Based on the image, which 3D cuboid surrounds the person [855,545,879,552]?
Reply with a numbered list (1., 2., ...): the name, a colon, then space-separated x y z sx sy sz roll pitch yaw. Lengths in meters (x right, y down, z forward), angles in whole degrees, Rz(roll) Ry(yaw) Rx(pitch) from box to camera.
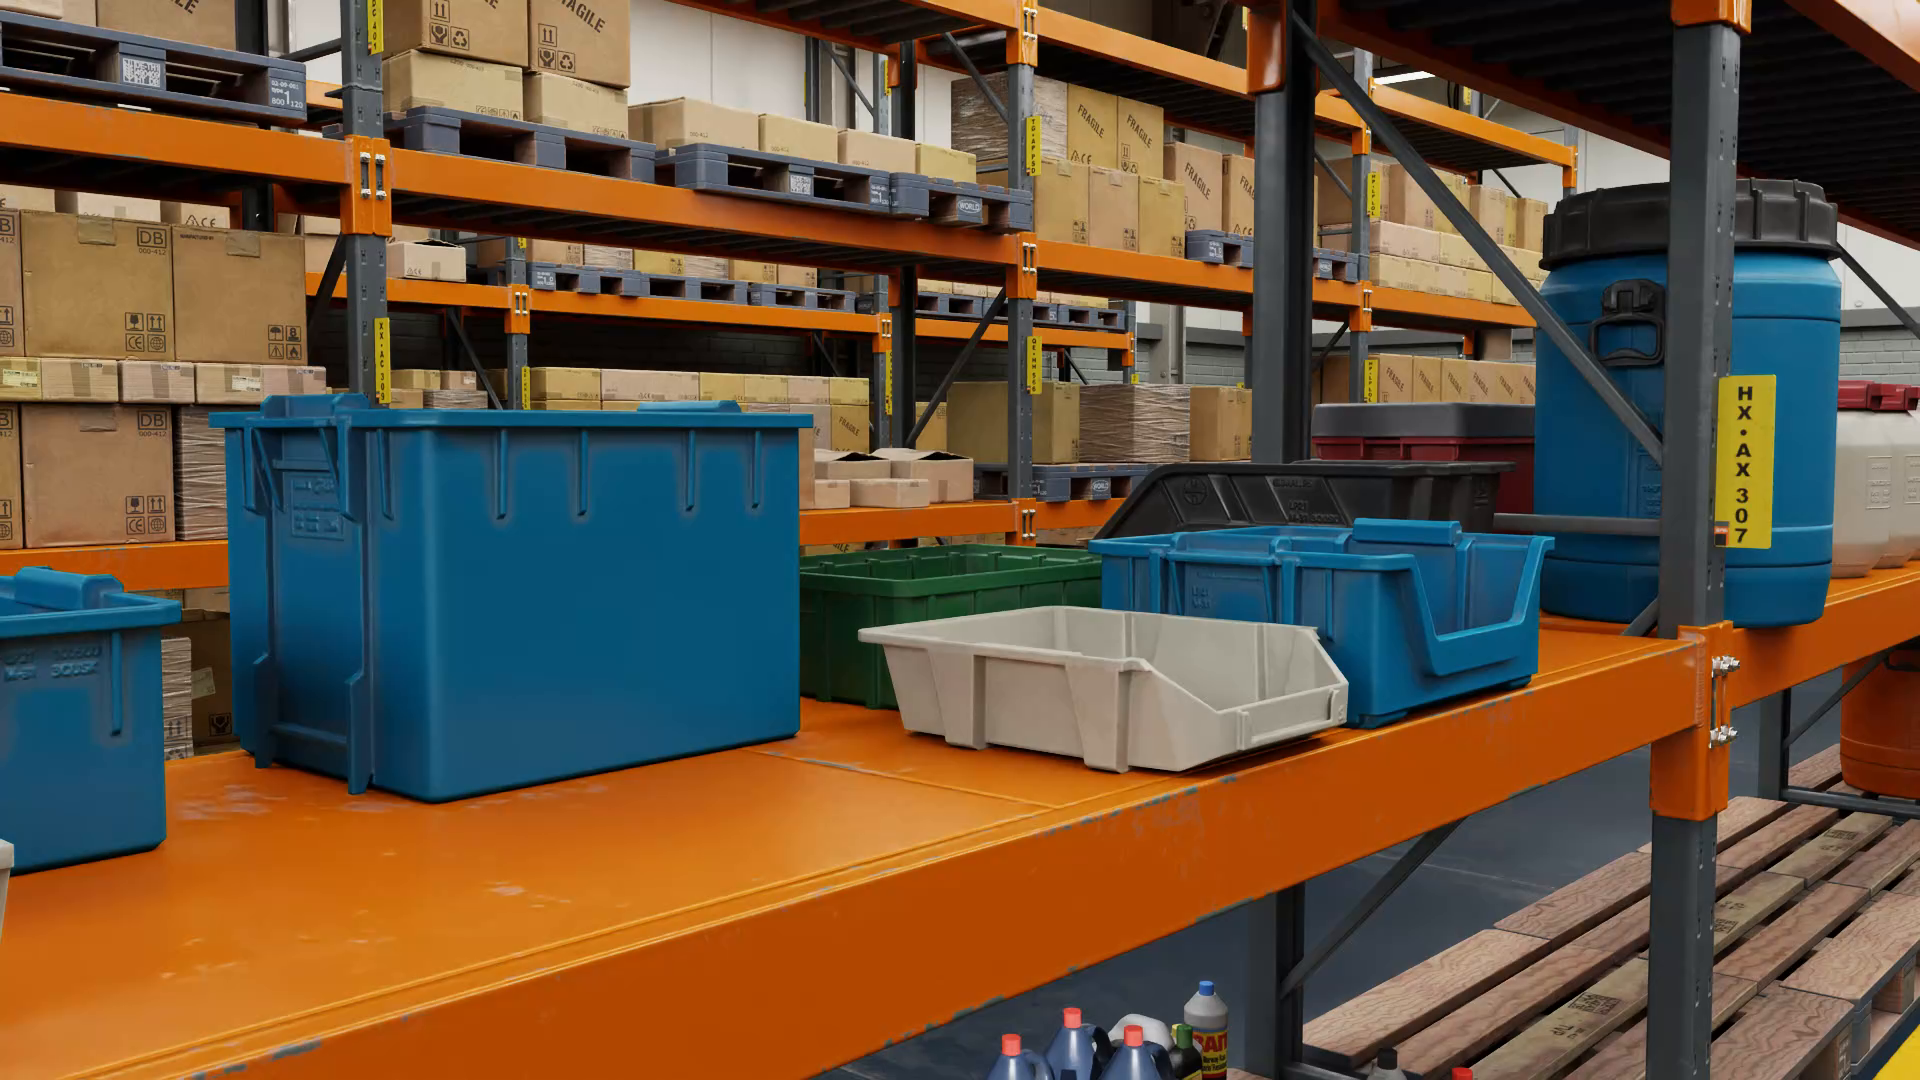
1. person: -0.656 0.443 14.327 0.470 0.816 0.837 3 5 40
